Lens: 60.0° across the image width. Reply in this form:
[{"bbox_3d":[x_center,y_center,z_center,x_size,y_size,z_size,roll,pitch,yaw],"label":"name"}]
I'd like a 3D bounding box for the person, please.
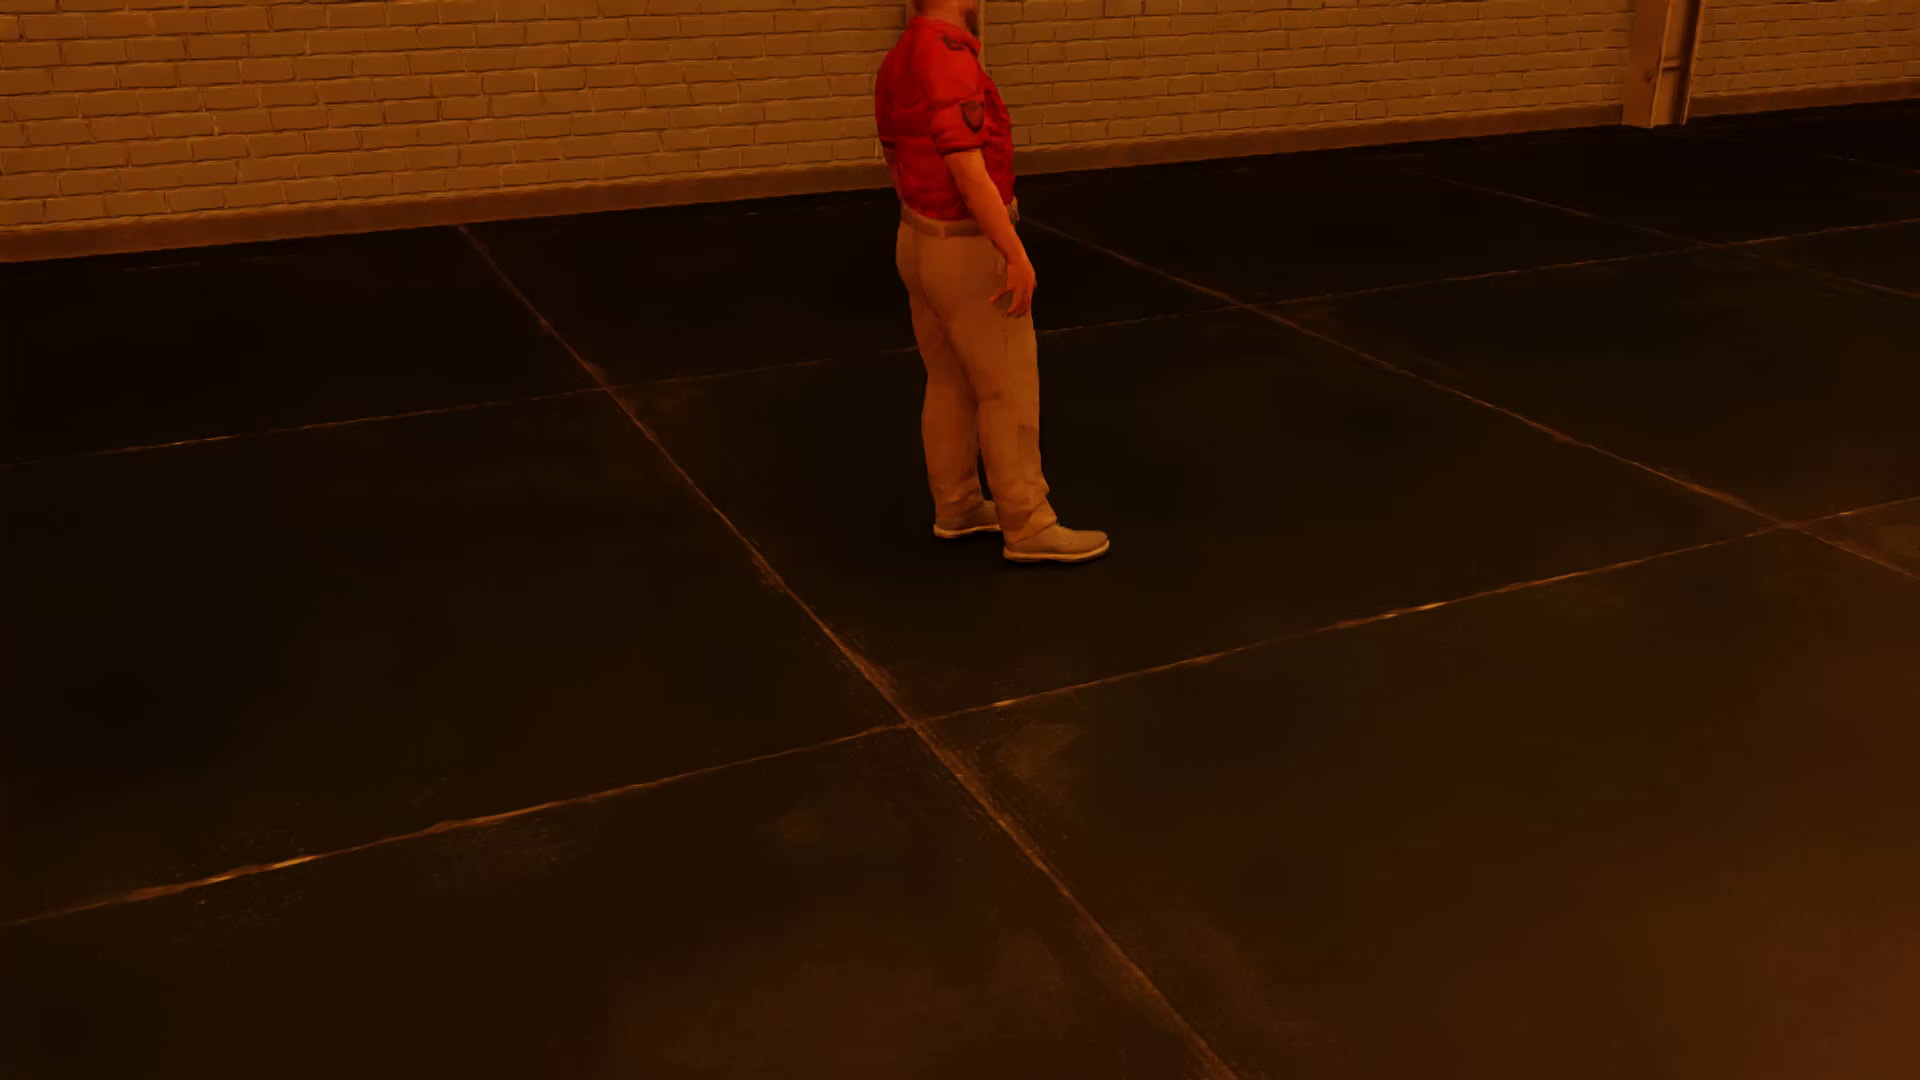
[{"bbox_3d":[0.086,-0.815,4.797,0.550,1.726,0.640,-10,25,-23],"label":"person"}]
